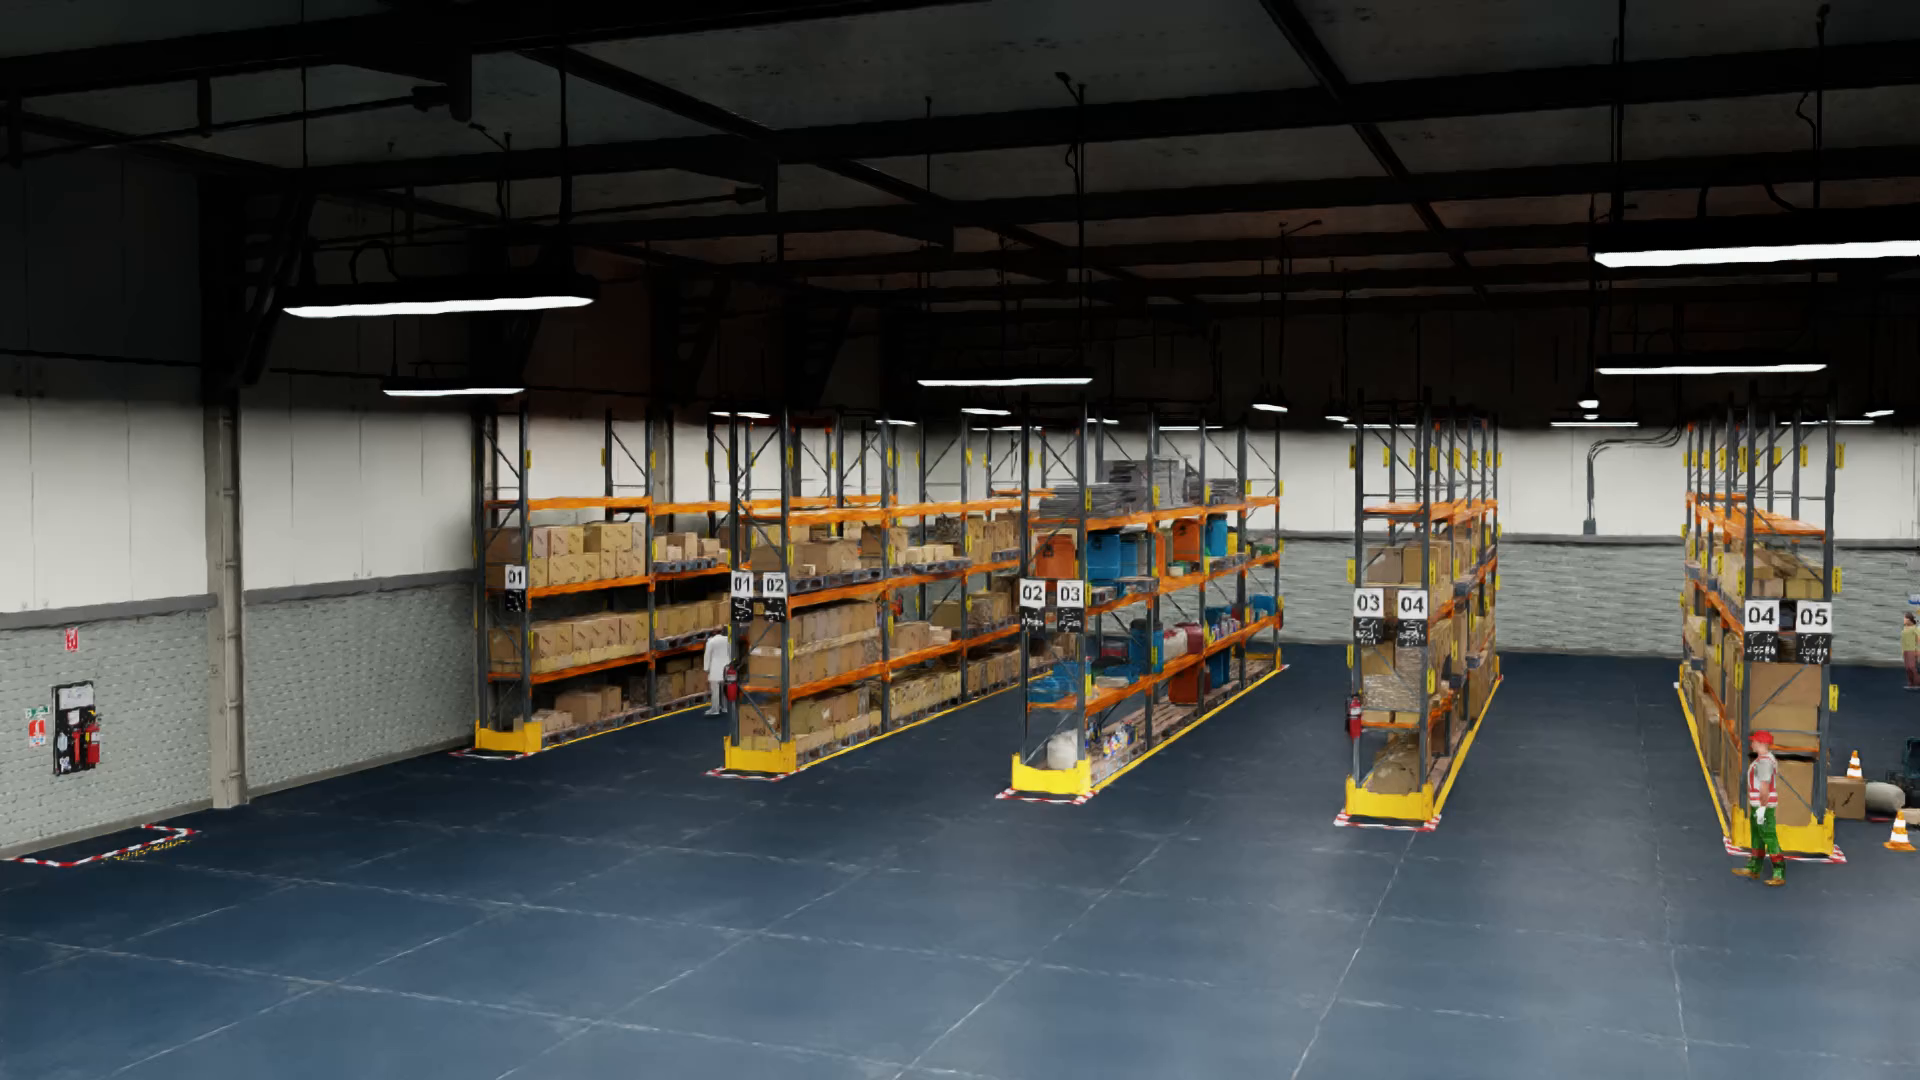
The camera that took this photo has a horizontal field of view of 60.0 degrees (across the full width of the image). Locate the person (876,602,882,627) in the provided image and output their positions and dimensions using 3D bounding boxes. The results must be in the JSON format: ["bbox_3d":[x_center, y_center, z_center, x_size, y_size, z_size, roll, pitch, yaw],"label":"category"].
[{"bbox_3d":[-1.905,2.265,39.897,0.478,1.567,1.093,1,3,19],"label":"person"}]

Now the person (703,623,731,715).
[{"bbox_3d":[-4.766,2.516,32.509,0.632,1.782,0.543,-2,4,-38],"label":"person"}]

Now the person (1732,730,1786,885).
[{"bbox_3d":[9.508,3.144,19.753,0.578,1.790,0.727,1,3,26],"label":"person"}]

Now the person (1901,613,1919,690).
[{"bbox_3d":[20.583,2.411,35.935,0.375,1.666,0.571,-1,3,-10],"label":"person"}]

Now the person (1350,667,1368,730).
[{"bbox_3d":[7.367,2.698,30.686,0.512,1.594,0.506,2,4,40],"label":"person"}]
